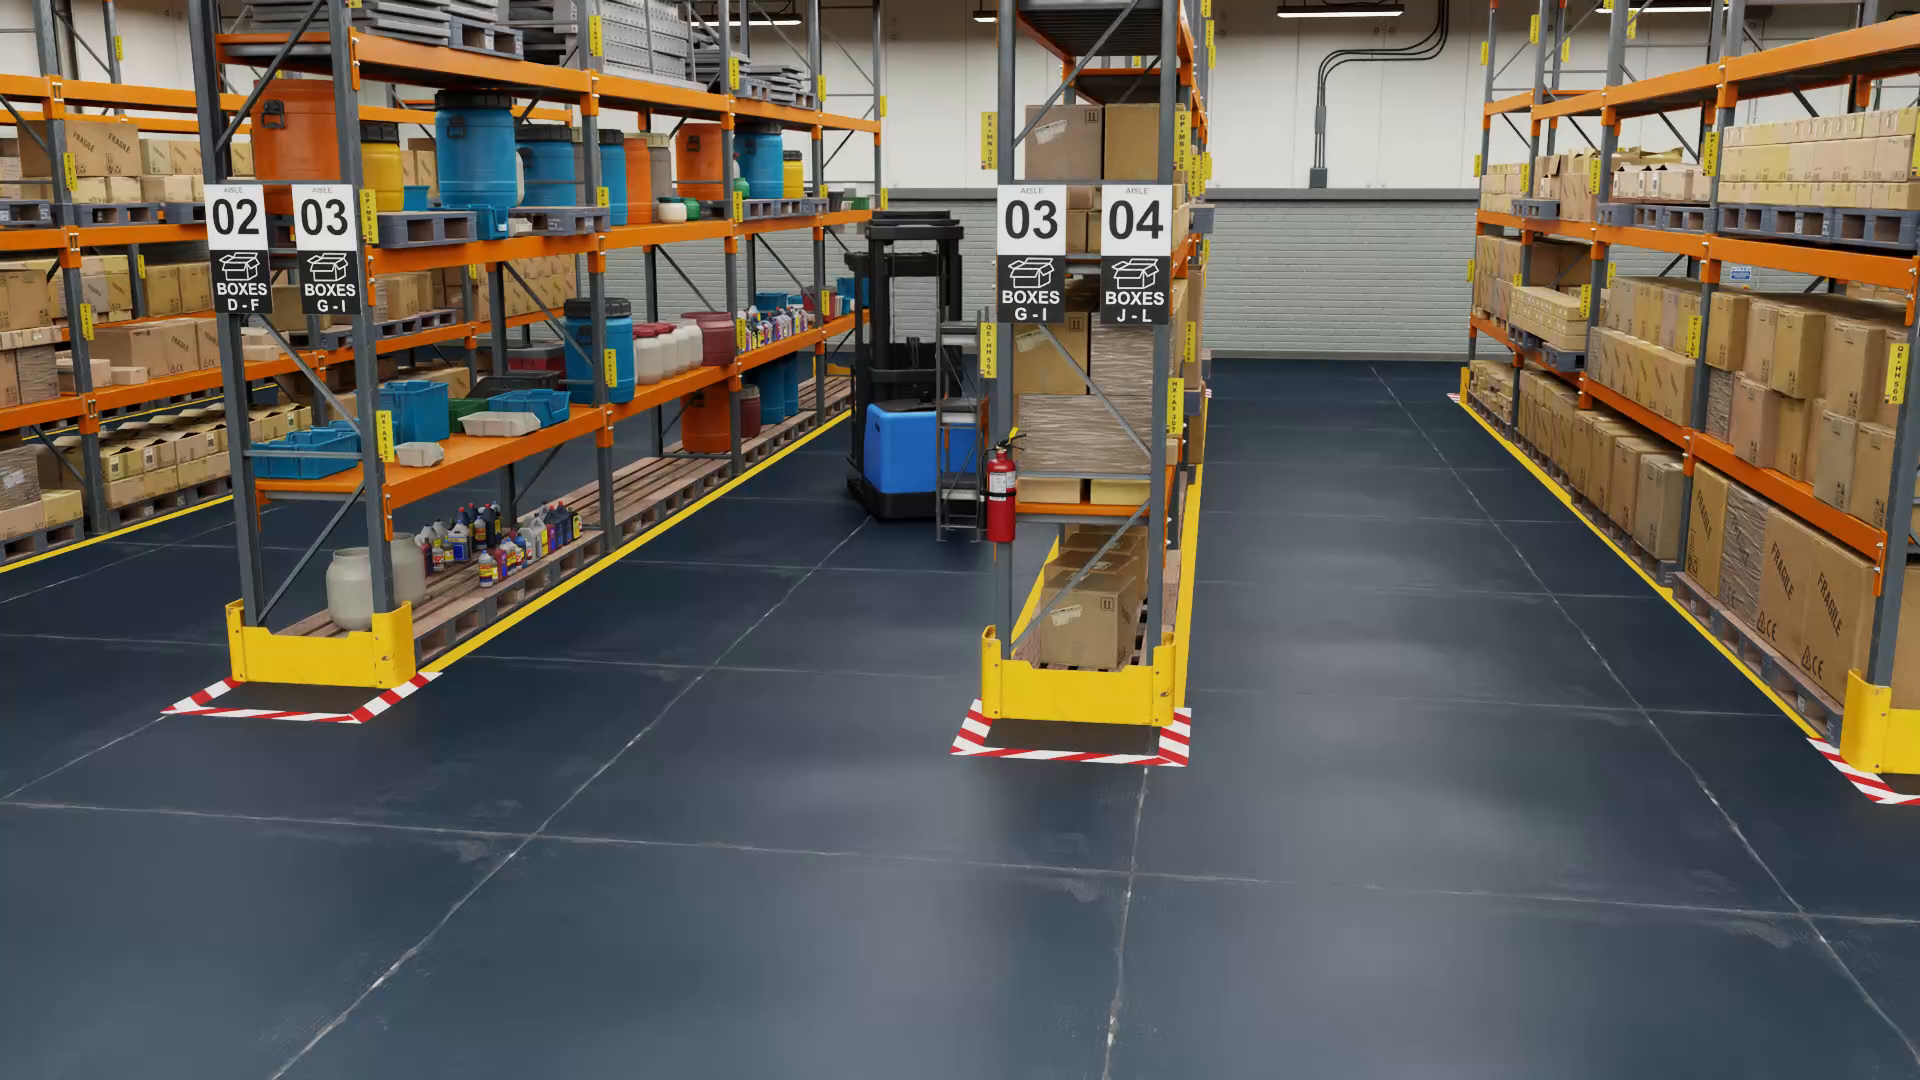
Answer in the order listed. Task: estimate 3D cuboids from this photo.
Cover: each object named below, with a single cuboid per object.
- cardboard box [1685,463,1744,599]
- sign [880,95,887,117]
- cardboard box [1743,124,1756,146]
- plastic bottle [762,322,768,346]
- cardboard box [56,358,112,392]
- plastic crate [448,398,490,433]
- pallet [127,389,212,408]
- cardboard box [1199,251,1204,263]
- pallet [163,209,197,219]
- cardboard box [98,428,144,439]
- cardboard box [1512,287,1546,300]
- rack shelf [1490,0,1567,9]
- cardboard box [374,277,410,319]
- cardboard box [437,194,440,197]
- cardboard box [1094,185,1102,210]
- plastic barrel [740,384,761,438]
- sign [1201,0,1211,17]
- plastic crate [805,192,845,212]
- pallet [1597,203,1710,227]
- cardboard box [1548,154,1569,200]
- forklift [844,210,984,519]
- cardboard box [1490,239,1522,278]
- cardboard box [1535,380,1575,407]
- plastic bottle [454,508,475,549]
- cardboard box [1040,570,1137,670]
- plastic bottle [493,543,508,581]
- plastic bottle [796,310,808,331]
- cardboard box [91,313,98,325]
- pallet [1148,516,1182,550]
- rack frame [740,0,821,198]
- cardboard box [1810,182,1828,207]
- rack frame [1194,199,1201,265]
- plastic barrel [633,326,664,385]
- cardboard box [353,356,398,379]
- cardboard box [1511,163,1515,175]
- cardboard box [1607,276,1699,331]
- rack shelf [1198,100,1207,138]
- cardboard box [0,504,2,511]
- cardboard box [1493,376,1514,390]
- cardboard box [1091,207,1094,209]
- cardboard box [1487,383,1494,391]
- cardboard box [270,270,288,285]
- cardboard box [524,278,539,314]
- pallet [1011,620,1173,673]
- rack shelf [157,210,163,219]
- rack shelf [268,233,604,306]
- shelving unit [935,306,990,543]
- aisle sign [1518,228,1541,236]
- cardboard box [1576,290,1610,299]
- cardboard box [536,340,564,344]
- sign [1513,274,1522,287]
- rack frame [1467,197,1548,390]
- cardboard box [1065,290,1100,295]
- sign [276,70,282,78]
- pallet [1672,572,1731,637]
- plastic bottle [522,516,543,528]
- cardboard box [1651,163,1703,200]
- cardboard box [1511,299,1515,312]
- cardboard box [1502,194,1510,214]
[{"bbox_3d":[6.052,-0.067,12.487,0.875,0.875,0.875,2,12,10],"label":"cardboard box"},{"bbox_3d":[-1.170,-6.630,25.418,0.100,0.325,0.005,2,12,9],"label":"sign"},{"bbox_3d":[5.748,-2.846,11.684,0.380,0.149,0.250,2,12,8],"label":"cardboard box"},{"bbox_3d":[-2.338,-2.465,19.847,0.061,0.283,0.133,2,12,9],"label":"plastic bottle"},{"bbox_3d":[-8.423,-1.563,15.738,0.500,0.250,0.500,3,12,12],"label":"cardboard box"},{"bbox_3d":[-4.050,-0.994,13.246,0.450,0.188,0.662,2,12,9],"label":"plastic crate"},{"bbox_3d":[-11.926,-2.150,24.726,1.003,0.211,1.213,2,12,9],"label":"pallet"},{"bbox_3d":[3.362,-4.037,24.734,0.500,0.500,0.500,2,12,9],"label":"cardboard box"},{"bbox_3d":[-7.857,-3.595,18.139,1.213,0.211,1.003,2,12,11],"label":"pallet"},{"bbox_3d":[-8.524,-0.974,16.846,0.500,0.311,0.500,2,12,8],"label":"cardboard box"},{"bbox_3d":[6.933,-3.000,20.240,0.380,0.149,0.250,3,12,12],"label":"cardboard box"},{"bbox_3d":[7.755,-7.316,21.657,1.077,0.370,4.000,2,12,9],"label":"rack shelf"},{"bbox_3d":[-7.436,-3.082,21.197,0.700,0.500,0.500,-1,12,-6],"label":"cardboard box"},{"bbox_3d":[-6.906,-4.684,23.100,0.500,0.250,0.500,2,12,9],"label":"cardboard box"},{"bbox_3d":[0.988,-2.016,9.773,0.380,0.149,0.250,2,12,8],"label":"cardboard box"},{"bbox_3d":[-2.715,-1.568,20.132,0.600,0.588,0.708,2,12,9],"label":"plastic barrel"},{"bbox_3d":[2.485,-5.456,16.800,0.100,0.325,0.005,2,12,9],"label":"sign"},{"bbox_3d":[-1.870,-4.689,23.076,0.497,0.269,0.590,2,12,9],"label":"plastic crate"},{"bbox_3d":[6.786,-3.100,15.842,1.213,0.211,1.003,2,12,11],"label":"pallet"},{"bbox_3d":[7.081,-4.099,18.788,0.797,0.503,0.637,2,12,8],"label":"cardboard box"},{"bbox_3d":[-0.574,-1.900,17.109,1.130,2.935,3.031,-3,12,-12],"label":"forklift"},{"bbox_3d":[7.483,-3.806,22.474,0.500,0.500,0.500,1,12,7],"label":"cardboard box"},{"bbox_3d":[6.911,-1.682,19.091,0.500,0.250,0.500,2,12,11],"label":"cardboard box"},{"bbox_3d":[-4.125,-0.097,13.825,0.144,0.351,0.185,1,12,6],"label":"plastic bottle"},{"bbox_3d":[0.829,0.509,10.703,0.500,0.500,0.500,4,13,19],"label":"cardboard box"},{"bbox_3d":[-3.538,0.161,12.789,0.061,0.283,0.133,2,12,10],"label":"plastic bottle"},{"bbox_3d":[-2.073,-2.883,21.803,0.152,0.276,0.135,2,12,9],"label":"plastic bottle"},{"bbox_3d":[-11.975,-3.002,22.609,0.380,0.149,0.250,2,12,9],"label":"cardboard box"},{"bbox_3d":[1.450,-0.010,14.793,1.003,0.211,1.213,2,12,9],"label":"pallet"},{"bbox_3d":[-2.332,-5.969,21.587,1.000,3.000,0.127,2,12,9],"label":"rack frame"},{"bbox_3d":[5.514,-2.139,10.295,0.380,0.149,0.250,2,12,9],"label":"cardboard box"},{"bbox_3d":[2.562,-2.876,21.475,1.000,3.000,0.127,2,12,9],"label":"rack frame"},{"bbox_3d":[-3.085,-1.782,16.078,0.433,0.535,0.433,0,12,0],"label":"plastic barrel"},{"bbox_3d":[-7.694,-2.256,21.709,0.500,0.250,0.500,2,12,9],"label":"cardboard box"},{"bbox_3d":[7.378,-4.818,21.588,0.380,0.149,0.250,1,12,6],"label":"cardboard box"},{"bbox_3d":[6.754,-2.306,16.220,0.700,0.500,0.500,2,12,8],"label":"cardboard box"},{"bbox_3d":[2.255,-4.845,19.029,1.077,0.370,4.000,2,12,9],"label":"rack shelf"},{"bbox_3d":[-8.473,-0.449,13.961,0.500,0.500,0.500,2,12,9],"label":"cardboard box"},{"bbox_3d":[7.344,-2.097,22.216,0.380,0.149,0.250,1,12,6],"label":"cardboard box"},{"bbox_3d":[0.614,-1.984,10.570,0.500,0.250,0.500,2,12,9],"label":"cardboard box"},{"bbox_3d":[7.587,-2.166,23.245,0.380,0.149,0.250,1,12,6],"label":"cardboard box"},{"bbox_3d":[-11.574,-4.230,27.047,0.980,0.700,0.700,2,12,11],"label":"cardboard box"},{"bbox_3d":[-6.646,-3.661,24.878,0.500,0.500,0.500,2,12,8],"label":"cardboard box"},{"bbox_3d":[0.888,0.801,11.030,1.003,0.211,1.213,2,12,9],"label":"pallet"},{"bbox_3d":[-11.813,-4.888,25.401,1.077,0.370,4.000,2,12,9],"label":"rack shelf"},{"bbox_3d":[-3.870,-2.069,12.320,1.077,0.370,4.000,2,12,9],"label":"rack shelf"},{"bbox_3d":[0.025,-1.061,15.189,0.431,2.100,0.503,2,12,9],"label":"shelving unit"},{"bbox_3d":[8.371,-4.803,24.247,0.394,0.787,0.004,2,12,9],"label":"aisle sign"},{"bbox_3d":[7.497,-2.868,19.625,0.380,0.149,0.250,1,12,7],"label":"cardboard box"},{"bbox_3d":[-6.450,-2.902,26.486,0.500,0.500,0.500,2,12,9],"label":"cardboard box"},{"bbox_3d":[6.911,-3.133,20.615,0.100,0.325,0.005,2,12,9],"label":"sign"},{"bbox_3d":[8.063,-3.527,24.495,1.000,3.000,0.127,2,12,9],"label":"rack frame"},{"bbox_3d":[0.793,-1.496,11.753,0.500,0.500,0.500,2,12,9],"label":"cardboard box"},{"bbox_3d":[-10.972,-7.598,26.739,0.100,0.325,0.005,2,12,9],"label":"sign"},{"bbox_3d":[6.023,0.490,12.475,1.003,0.211,1.213,2,12,9],"label":"pallet"},{"bbox_3d":[-3.556,-0.071,13.880,0.152,0.276,0.135,2,12,9],"label":"plastic bottle"},{"bbox_3d":[6.270,-3.078,14.269,0.500,0.311,0.500,1,12,7],"label":"cardboard box"},{"bbox_3d":[6.933,-2.855,20.271,0.380,0.149,0.250,2,12,10],"label":"cardboard box"},{"bbox_3d":[7.422,-4.407,21.817,0.500,0.250,0.500,2,12,8],"label":"cardboard box"}]
